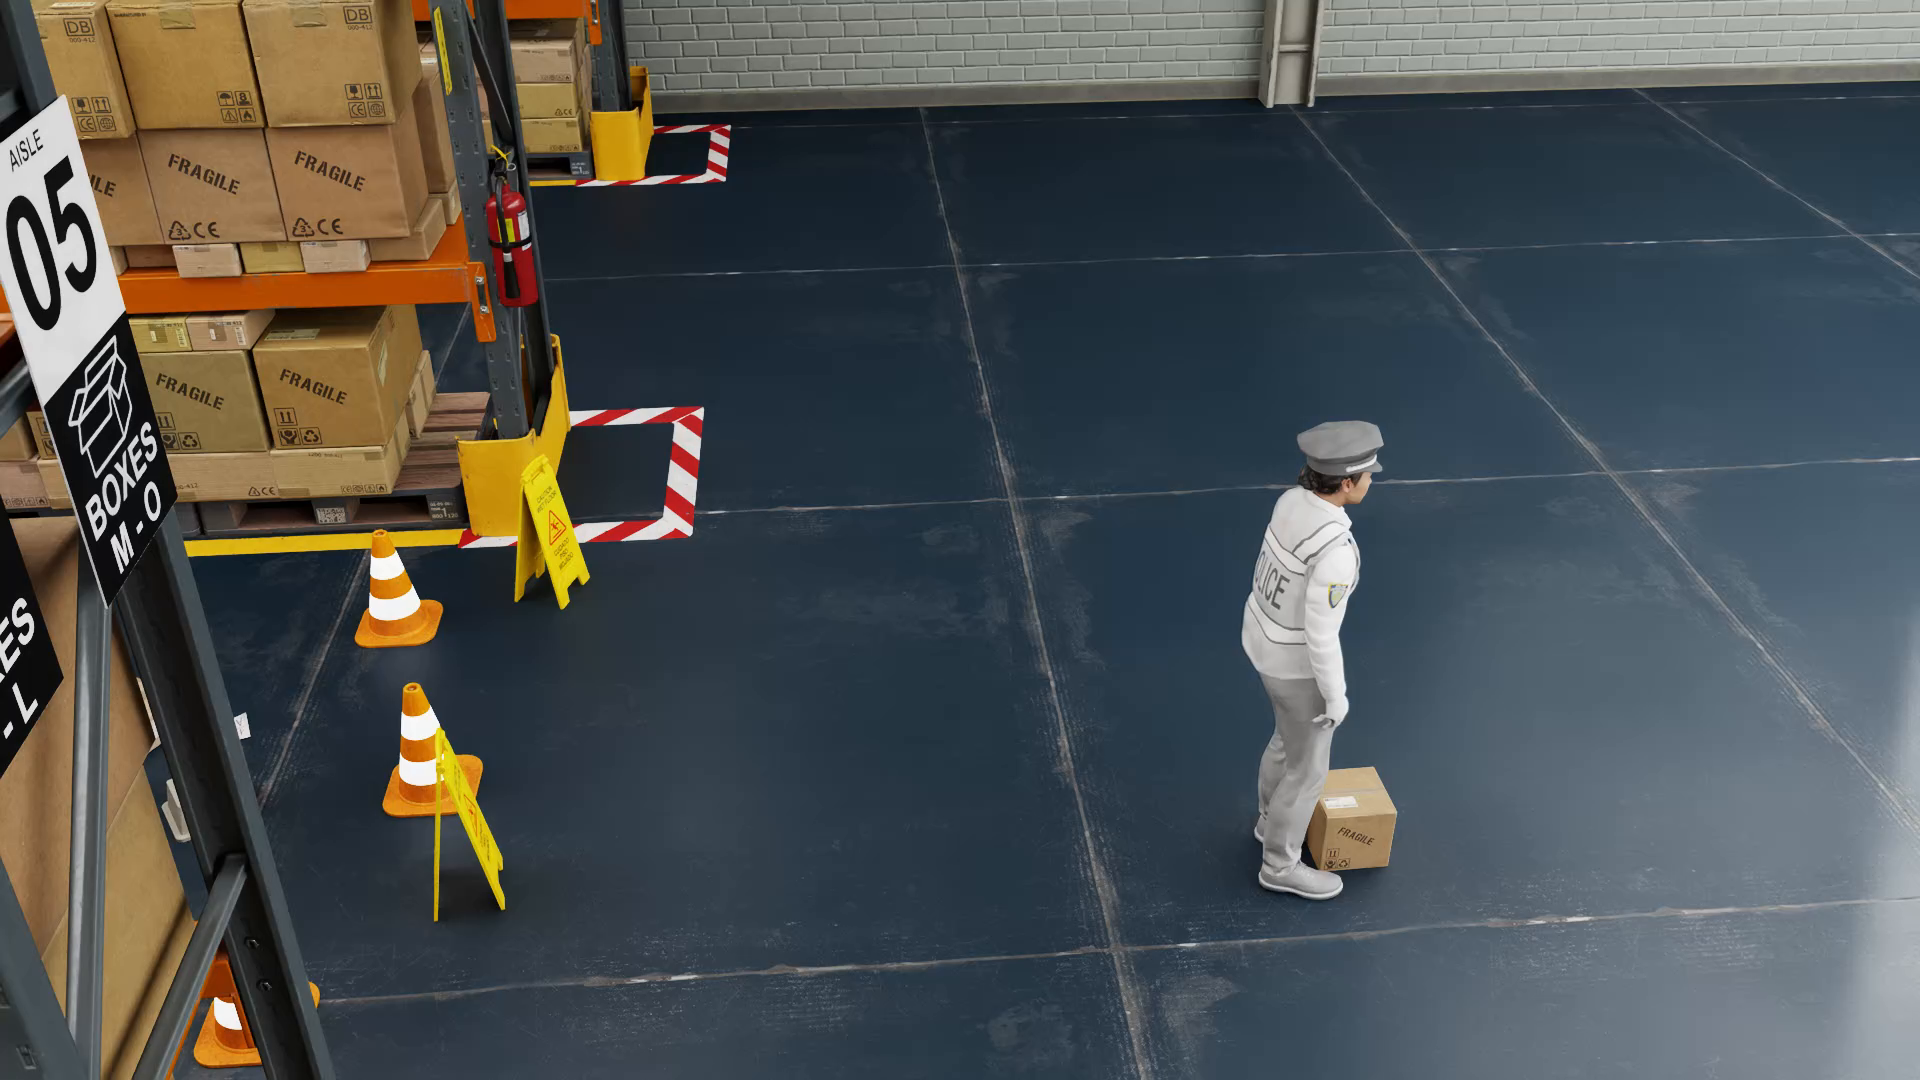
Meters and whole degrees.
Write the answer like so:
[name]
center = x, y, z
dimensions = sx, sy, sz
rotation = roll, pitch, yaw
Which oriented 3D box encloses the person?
[person]
center = 1.146, 0.389, 5.487
dimensions = 0.409, 1.667, 0.547
rotation = -4, 32, -7
